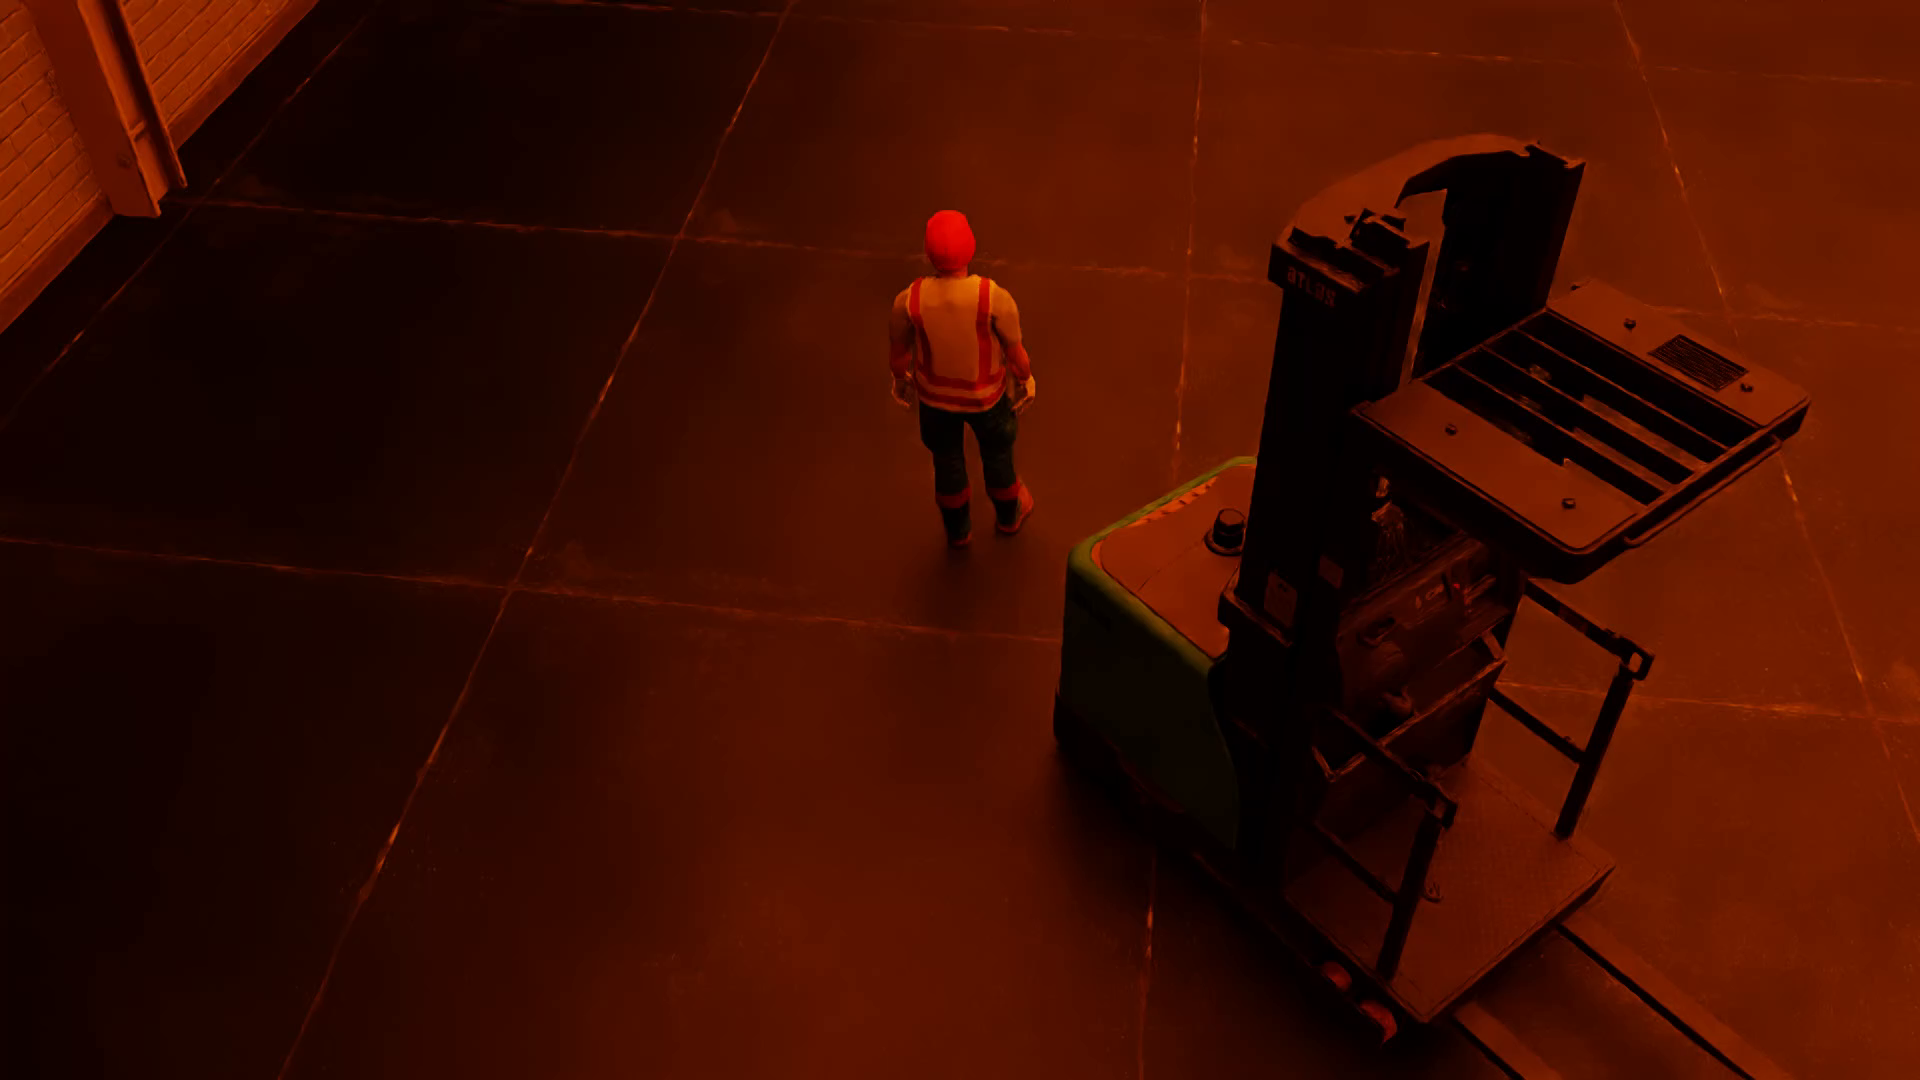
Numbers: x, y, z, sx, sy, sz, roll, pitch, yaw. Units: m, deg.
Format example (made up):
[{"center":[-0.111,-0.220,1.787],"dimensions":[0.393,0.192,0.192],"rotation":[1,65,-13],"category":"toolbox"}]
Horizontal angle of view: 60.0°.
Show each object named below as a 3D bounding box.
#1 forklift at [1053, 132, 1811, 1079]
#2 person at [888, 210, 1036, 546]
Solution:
[{"center":[1.691,0.332,5.363],"dimensions":[1.130,2.935,3.031],"rotation":[-28,49,-27],"category":"forklift"},{"center":[0.022,-0.717,7.338],"dimensions":[0.637,1.787,0.563],"rotation":[5,43,6],"category":"person"}]
